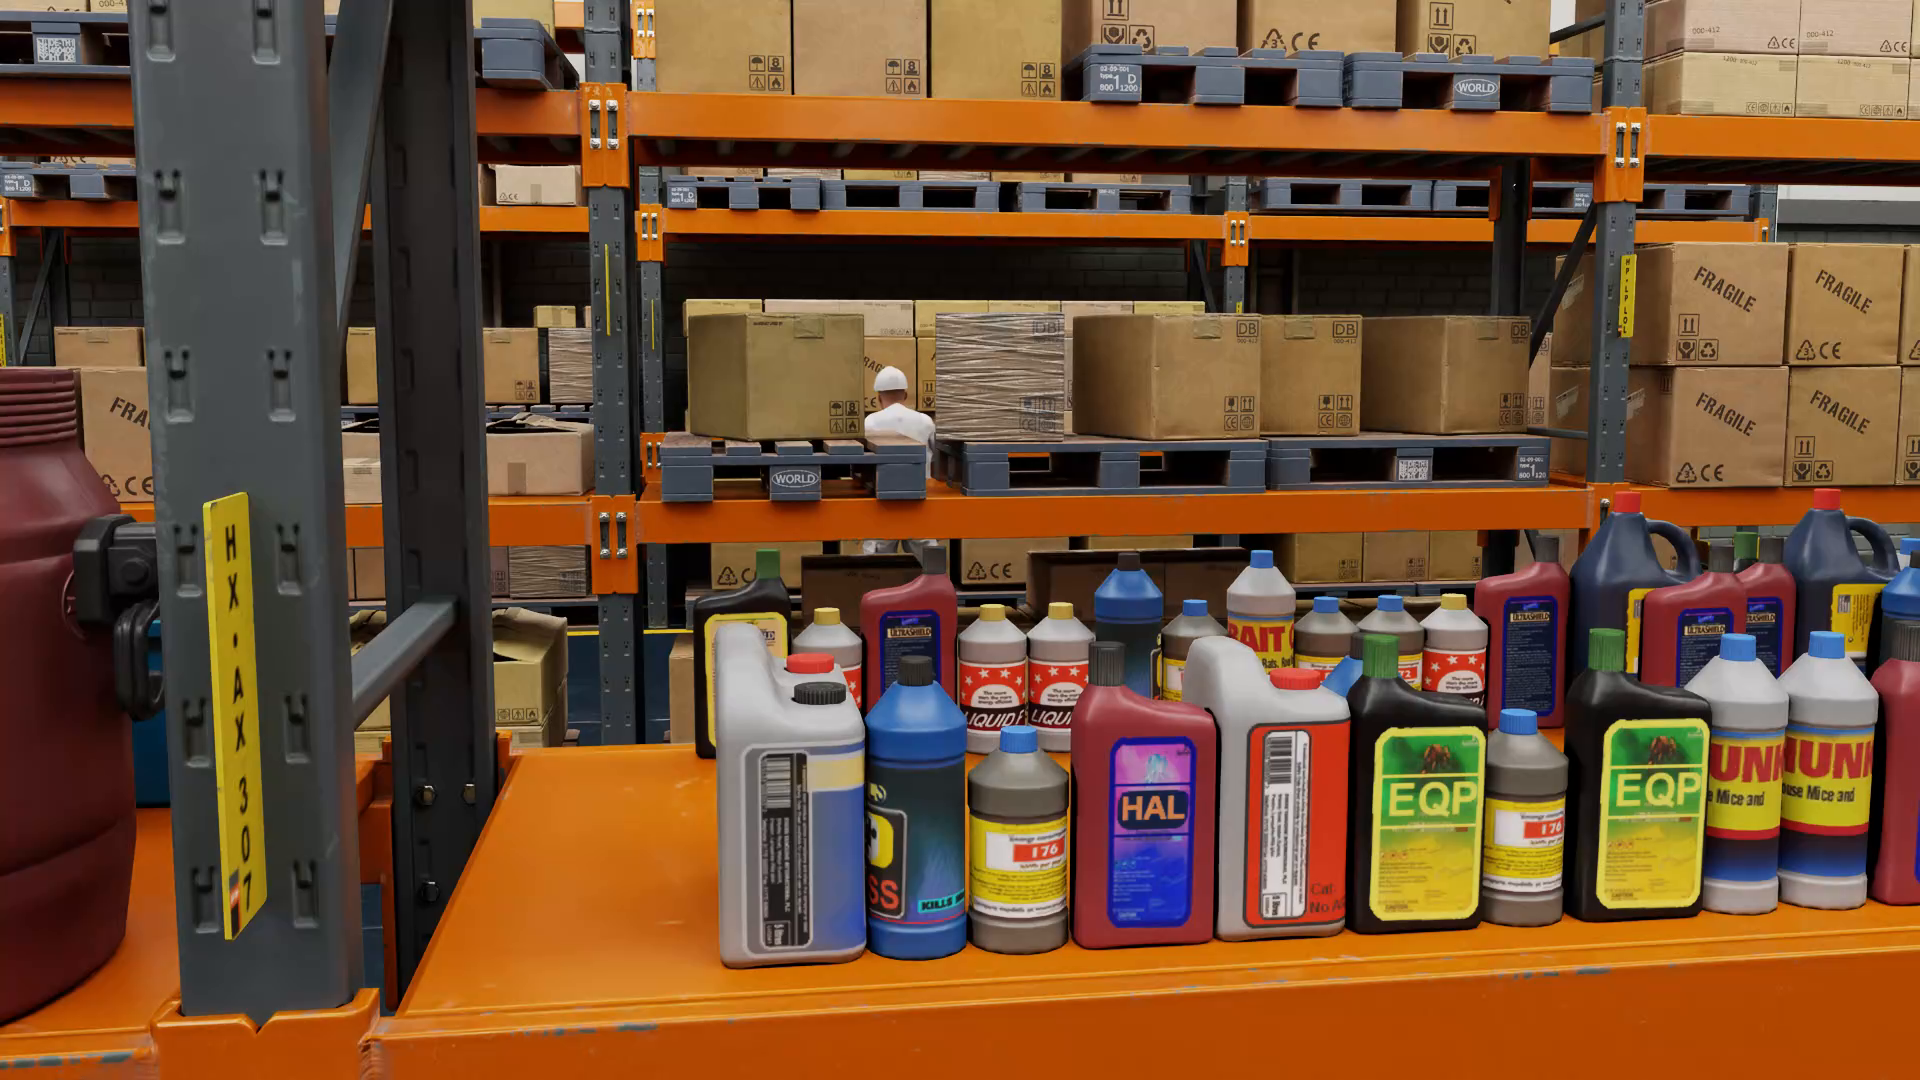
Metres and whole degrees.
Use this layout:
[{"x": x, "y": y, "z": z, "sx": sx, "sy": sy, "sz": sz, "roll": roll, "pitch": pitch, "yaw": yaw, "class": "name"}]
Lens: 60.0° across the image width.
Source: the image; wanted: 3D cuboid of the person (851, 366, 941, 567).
[{"x": -0.370, "y": -0.135, "z": 9.856, "sx": 0.616, "sy": 1.778, "sz": 0.453, "roll": -1, "pitch": 7, "yaw": -12, "class": "person"}]
